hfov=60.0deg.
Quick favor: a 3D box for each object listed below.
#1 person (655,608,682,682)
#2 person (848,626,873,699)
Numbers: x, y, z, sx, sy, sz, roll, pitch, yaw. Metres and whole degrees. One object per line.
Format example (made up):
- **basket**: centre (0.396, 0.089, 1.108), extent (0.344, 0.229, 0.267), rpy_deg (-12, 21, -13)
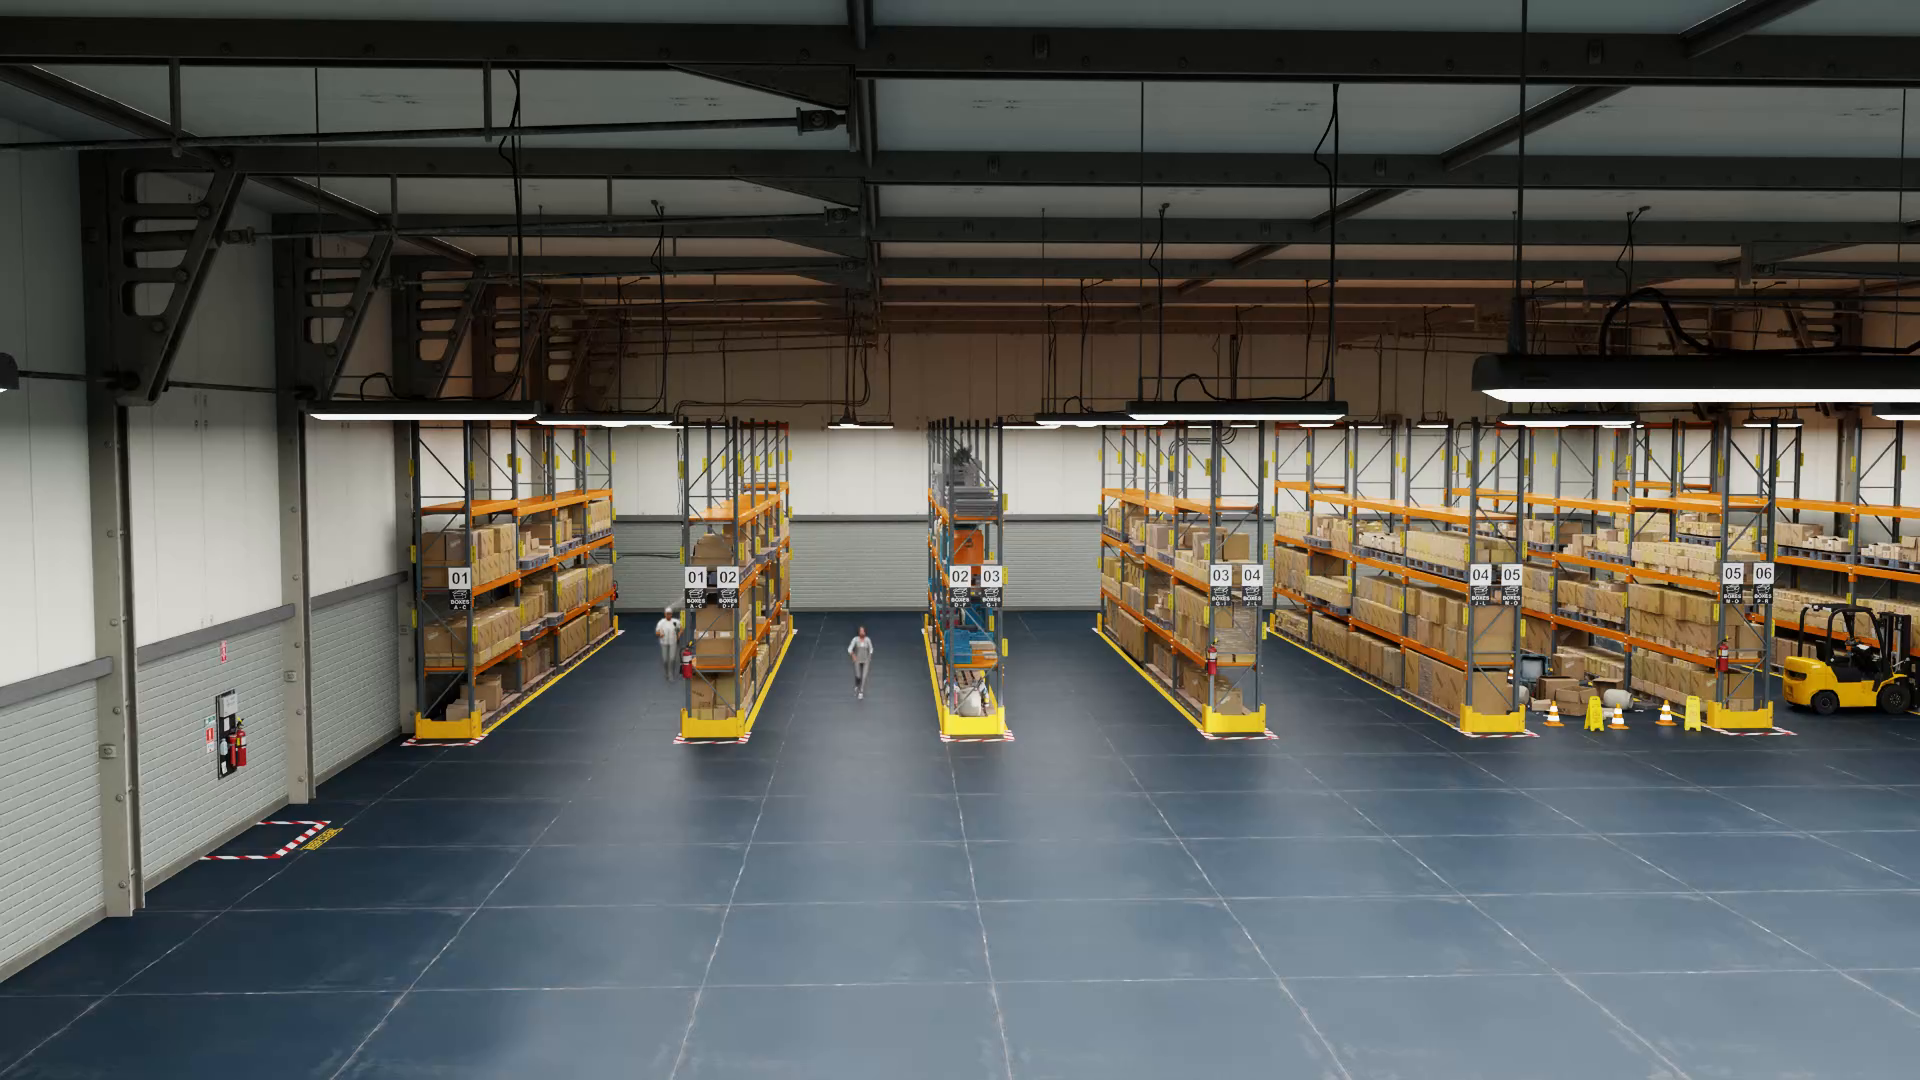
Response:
- **person**: centre (-6.670, 2.384, 38.078), extent (0.612, 1.653, 0.894), rpy_deg (0, 4, -7)
- **person**: centre (-2.106, 2.624, 35.539), extent (0.518, 1.554, 0.526), rpy_deg (-1, 4, -12)
